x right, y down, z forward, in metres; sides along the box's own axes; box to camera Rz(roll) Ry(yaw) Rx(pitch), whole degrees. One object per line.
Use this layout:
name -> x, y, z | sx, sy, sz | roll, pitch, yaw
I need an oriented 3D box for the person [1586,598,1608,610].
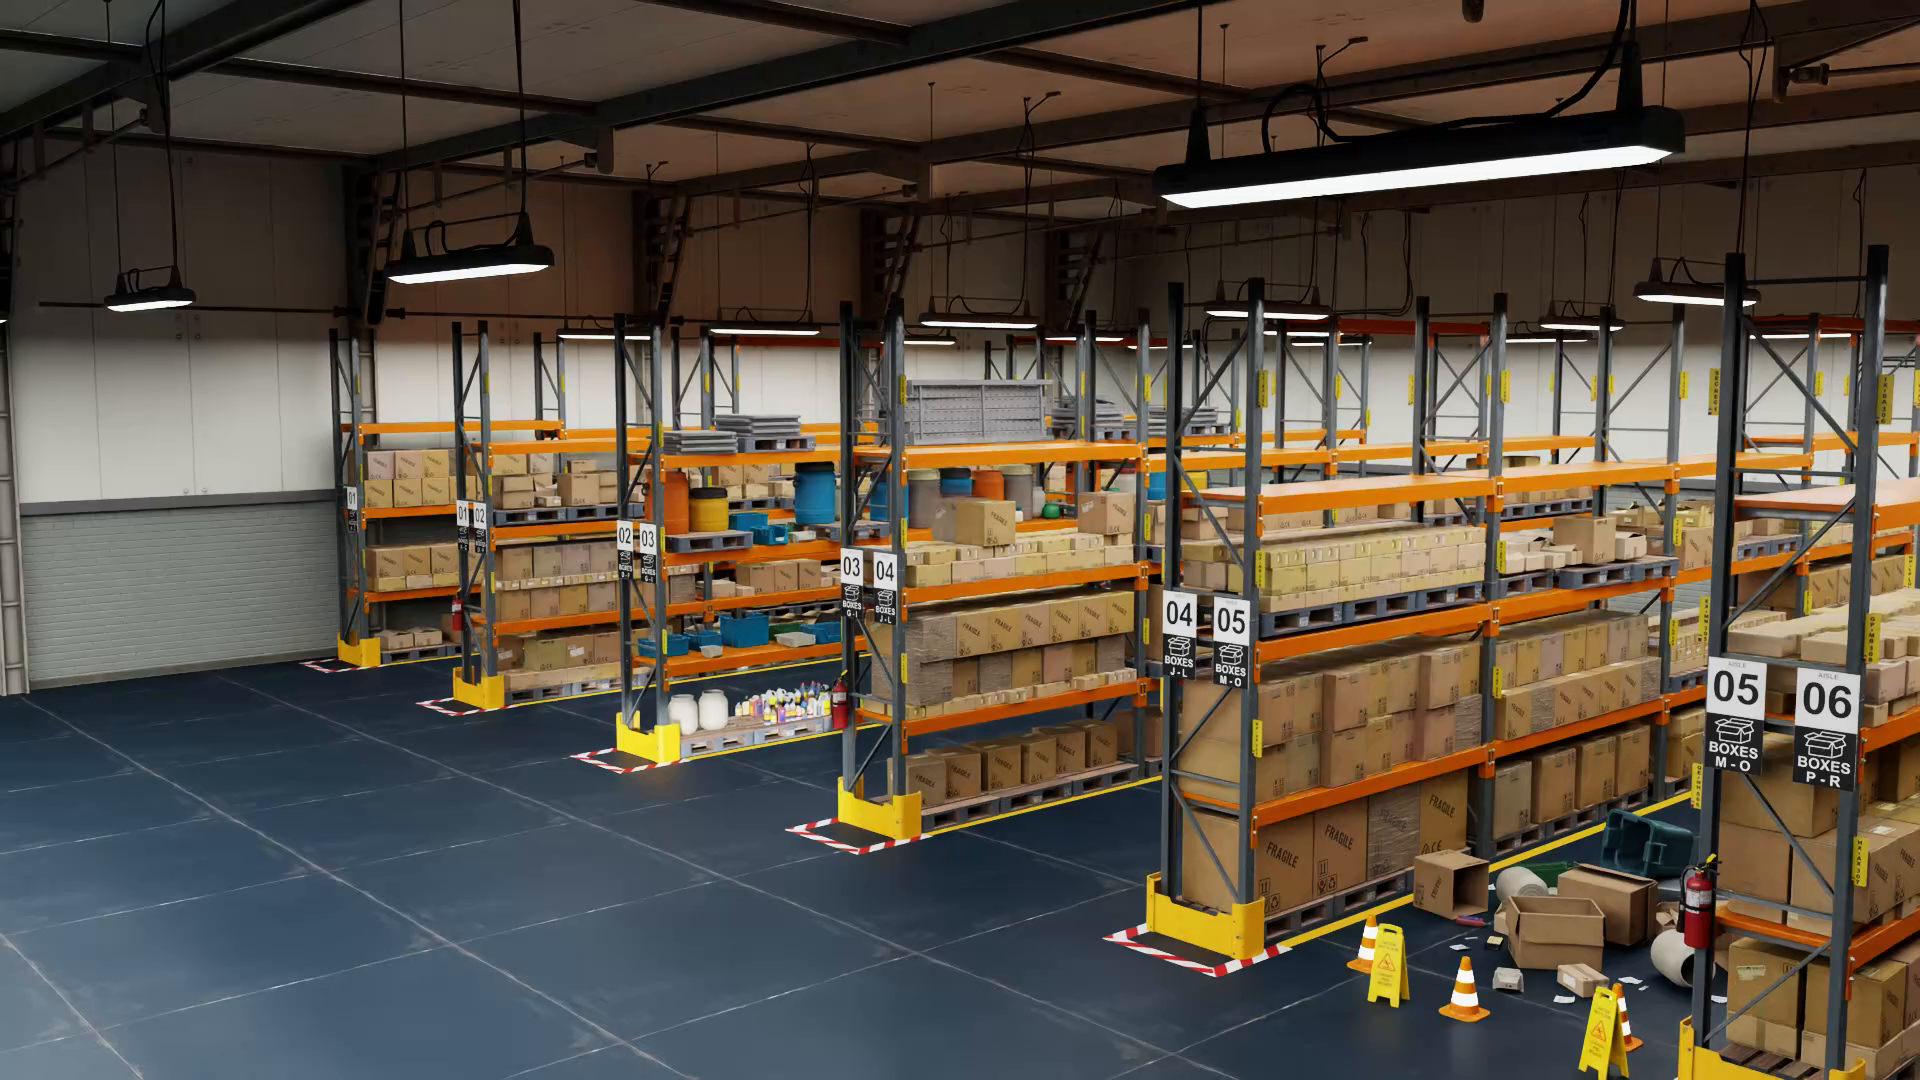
person -> 12.007, 1.161, 31.617 | 0.558, 1.747, 0.803 | 0, 6, -4
